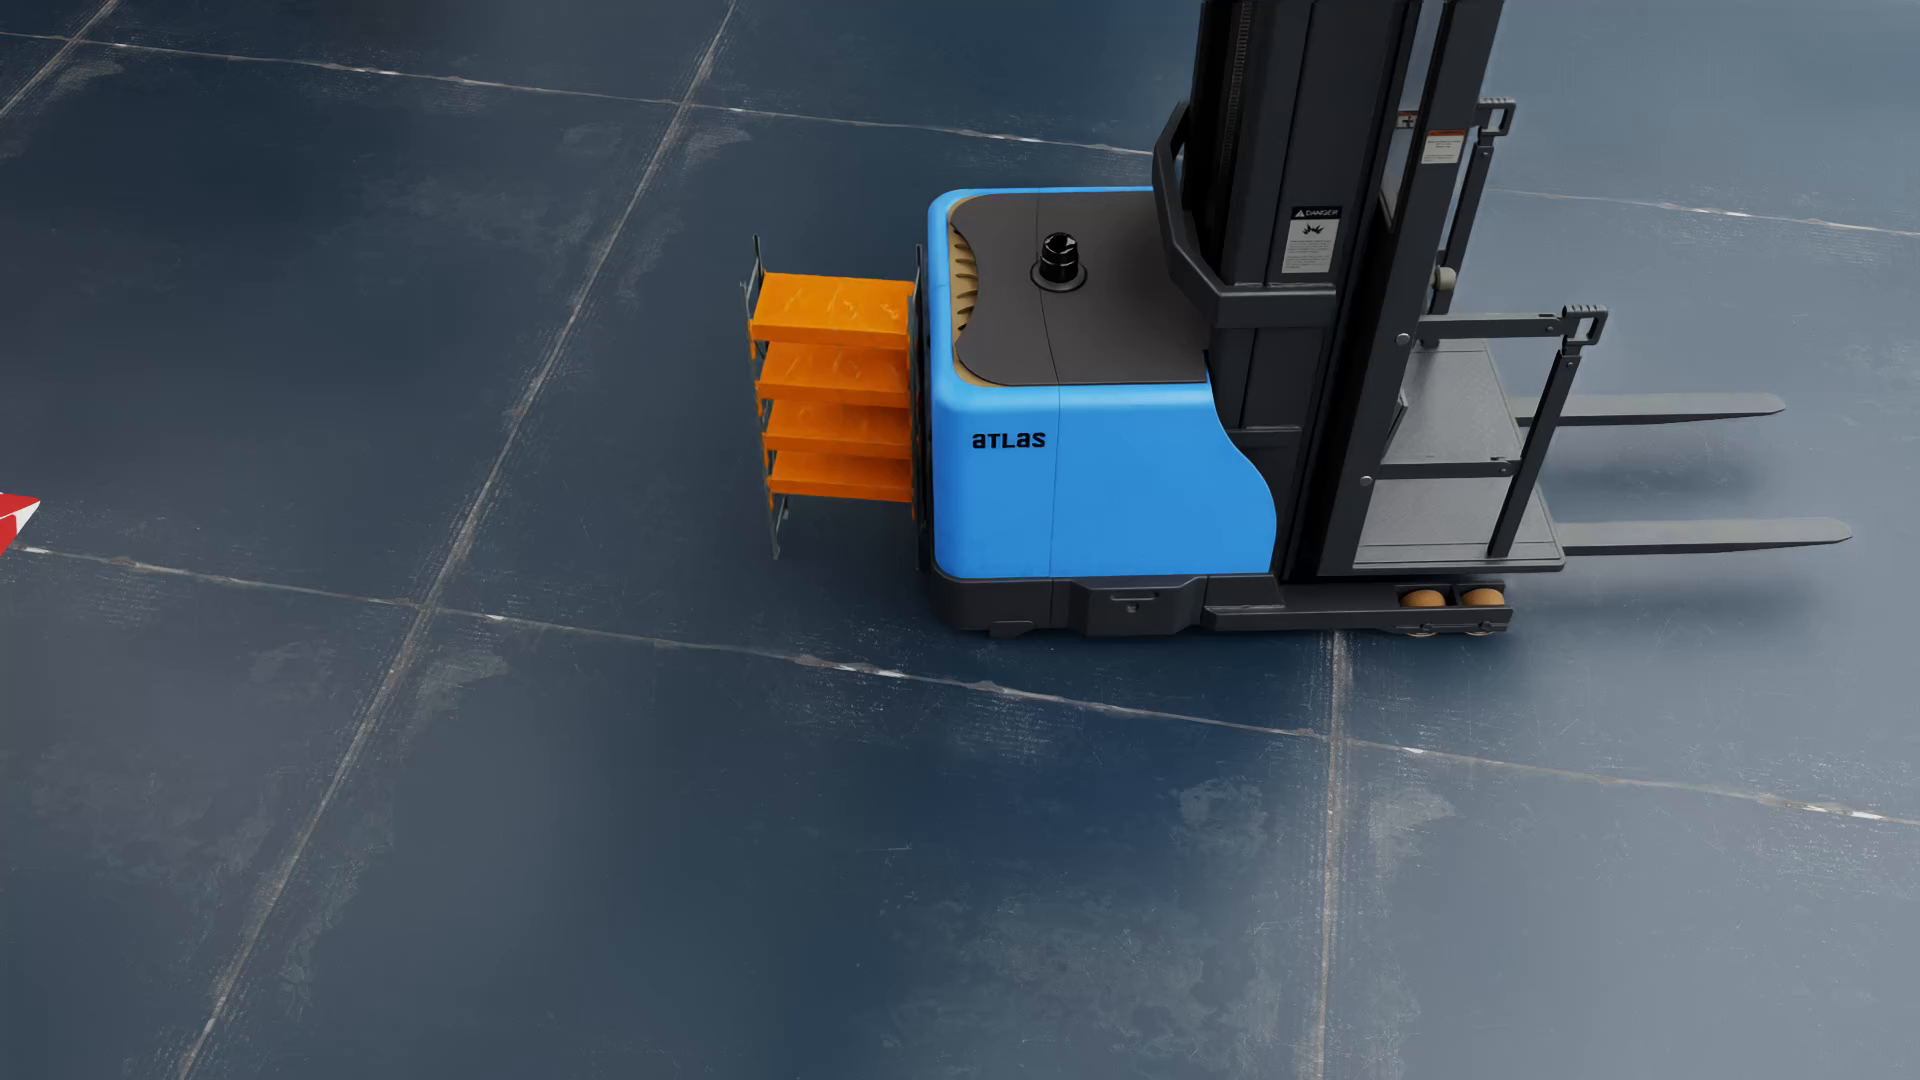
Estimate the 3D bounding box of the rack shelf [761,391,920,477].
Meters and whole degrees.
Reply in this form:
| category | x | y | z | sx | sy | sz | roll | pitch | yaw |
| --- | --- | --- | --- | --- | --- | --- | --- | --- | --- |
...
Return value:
| category | x | y | z | sx | sy | sz | roll | pitch | yaw |
| --- | --- | --- | --- | --- | --- | --- | --- | --- | --- |
| rack shelf | -0.375 | -0.359 | 5.356 | 0.480 | 0.148 | 0.258 | 4 | 48 | 4 |

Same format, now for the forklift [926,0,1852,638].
| category | x | y | z | sx | sy | sz | roll | pitch | yaw |
| --- | --- | --- | --- | --- | --- | --- | --- | --- | --- |
| forklift | 1.411 | -1.058 | 4.730 | 3.031 | 2.935 | 1.130 | -1 | 48 | -1 |

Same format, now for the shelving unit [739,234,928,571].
| category | x | y | z | sx | sy | sz | roll | pitch | yaw |
| --- | --- | --- | --- | --- | --- | --- | --- | --- | --- |
| shelving unit | -0.375 | -0.404 | 5.306 | 0.503 | 1.200 | 0.258 | 4 | 48 | 4 |

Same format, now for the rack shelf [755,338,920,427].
| category | x | y | z | sx | sy | sz | roll | pitch | yaw |
| --- | --- | --- | --- | --- | --- | --- | --- | --- | --- |
| rack shelf | -0.375 | -0.508 | 5.190 | 0.480 | 0.148 | 0.258 | 4 | 48 | 4 |

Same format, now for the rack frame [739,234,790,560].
| category | x | y | z | sx | sy | sz | roll | pitch | yaw |
| --- | --- | --- | --- | --- | --- | --- | --- | --- | --- |
| rack frame | -0.618 | -0.422 | 5.322 | 0.015 | 1.200 | 0.240 | 4 | 48 | 4 |

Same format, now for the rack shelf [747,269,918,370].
| category | x | y | z | sx | sy | sz | roll | pitch | yaw |
| --- | --- | --- | --- | --- | --- | --- | --- | --- | --- |
| rack shelf | -0.375 | -0.666 | 5.014 | 0.480 | 0.148 | 0.258 | 4 | 48 | 4 |

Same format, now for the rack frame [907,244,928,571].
| category | x | y | z | sx | sy | sz | roll | pitch | yaw |
| --- | --- | --- | --- | --- | --- | --- | --- | --- | --- |
| rack frame | -0.133 | -0.386 | 5.290 | 0.015 | 1.200 | 0.240 | 4 | 48 | 4 |

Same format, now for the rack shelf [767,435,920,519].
| category | x | y | z | sx | sy | sz | roll | pitch | yaw |
| --- | --- | --- | --- | --- | --- | --- | --- | --- | --- |
| rack shelf | -0.375 | -0.226 | 5.504 | 0.480 | 0.148 | 0.258 | 4 | 48 | 4 |
